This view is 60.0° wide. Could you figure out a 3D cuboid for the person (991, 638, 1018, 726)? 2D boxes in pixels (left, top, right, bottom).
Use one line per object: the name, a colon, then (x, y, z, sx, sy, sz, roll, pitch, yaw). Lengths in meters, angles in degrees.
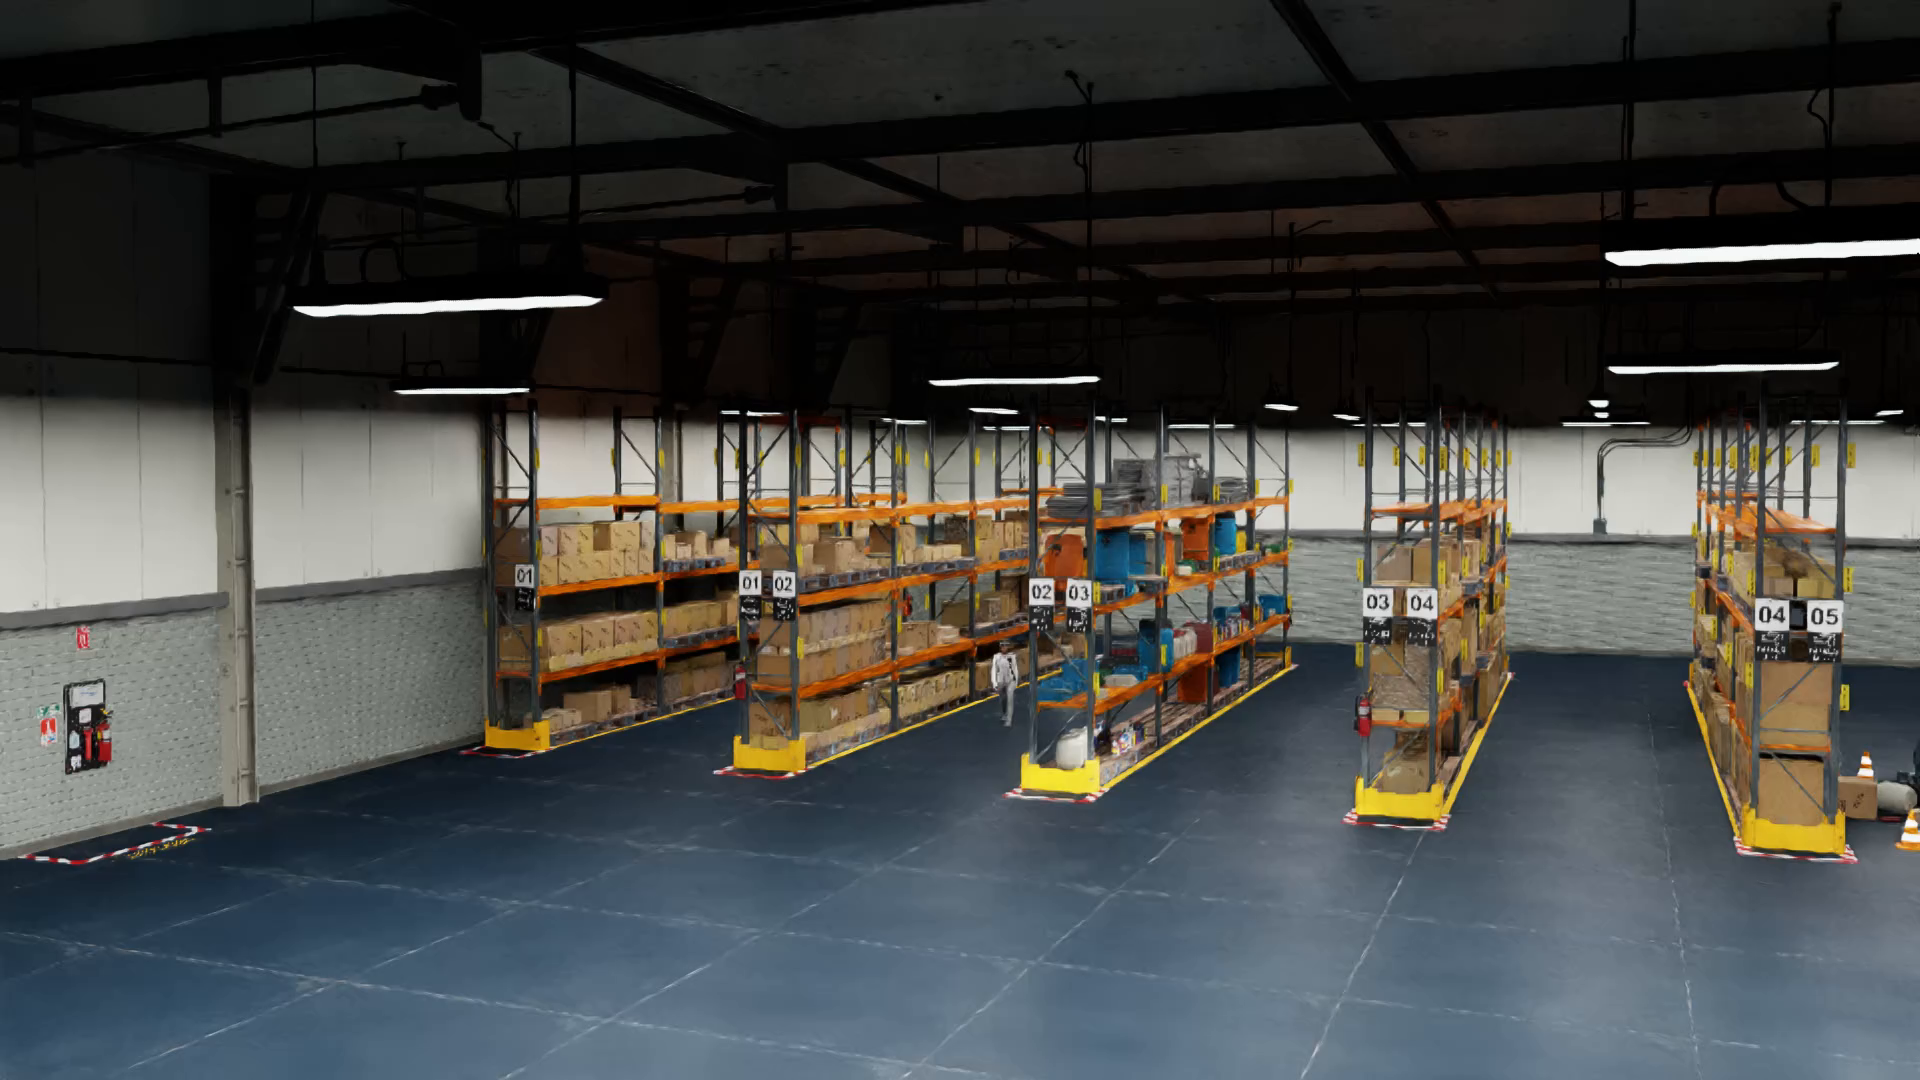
person: (0.830, 2.634, 31.122, 0.482, 1.613, 0.986, 1, 3, 13)
